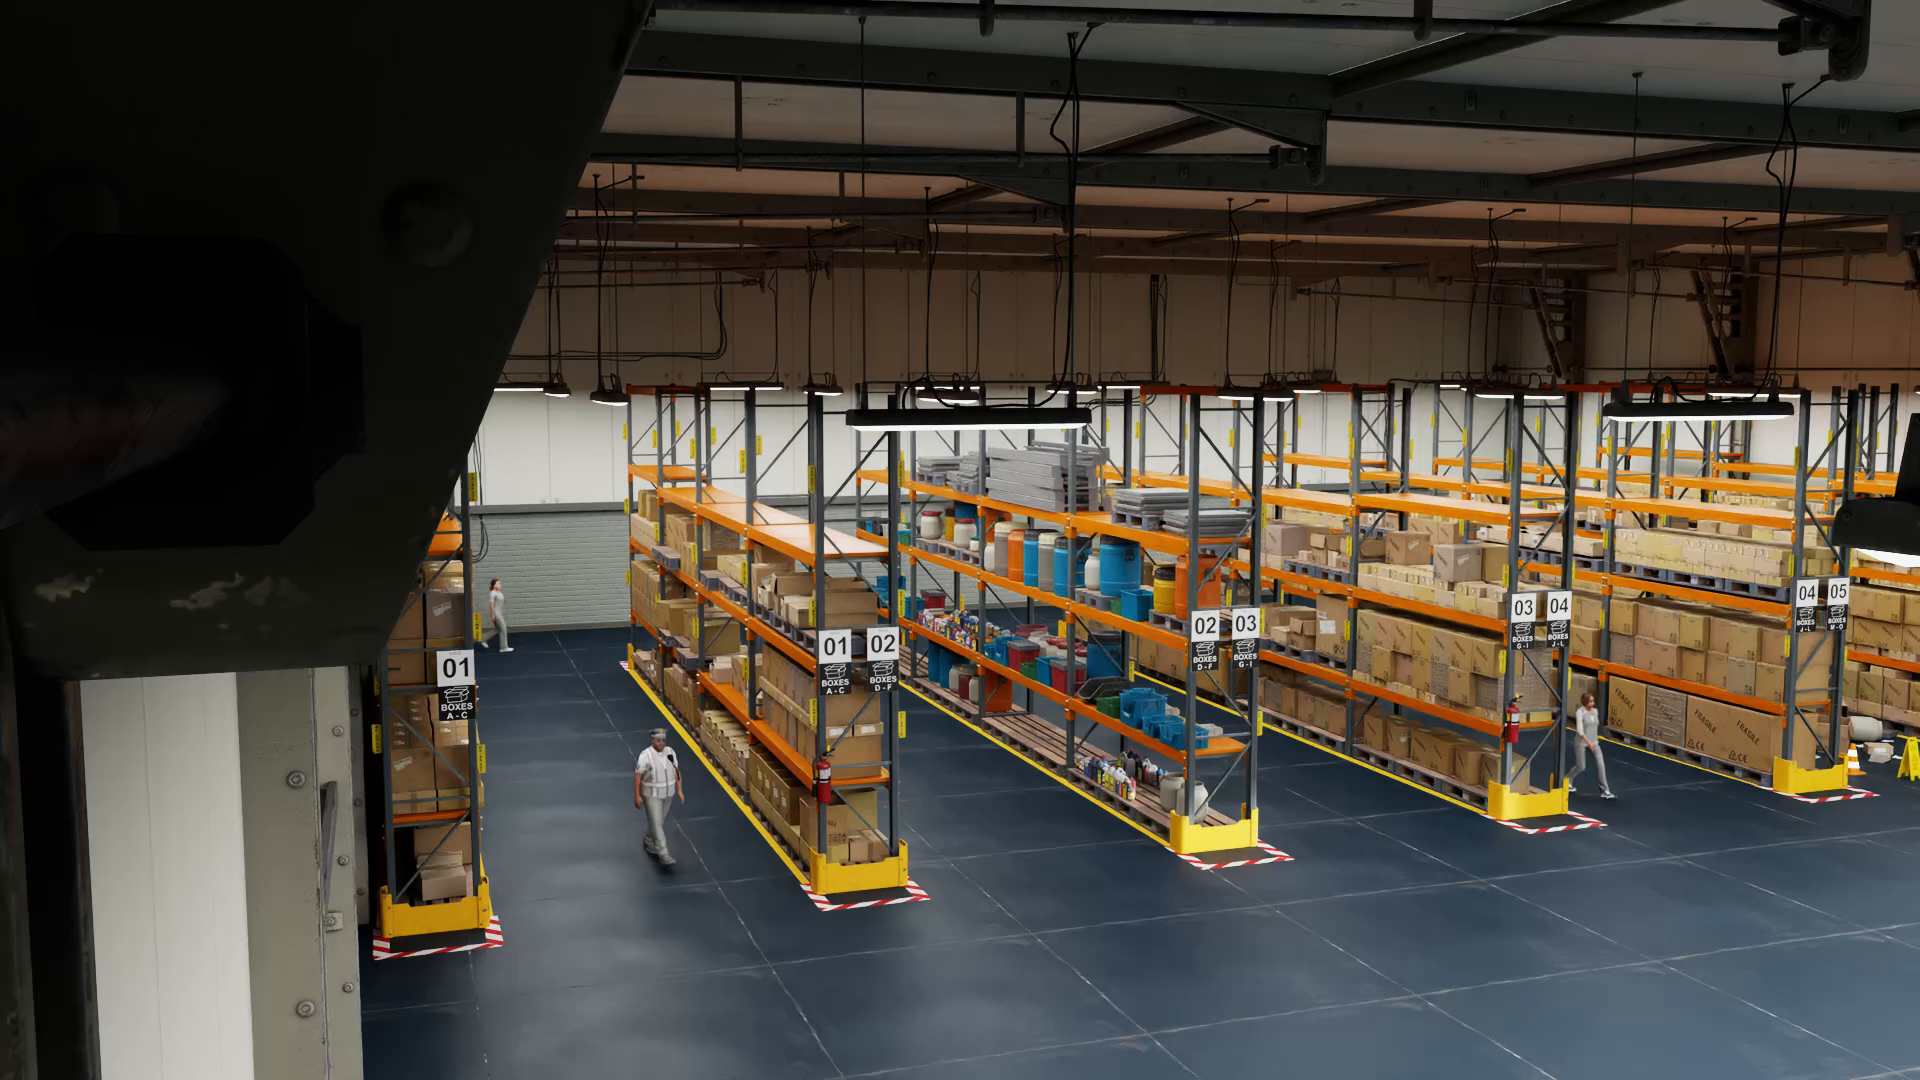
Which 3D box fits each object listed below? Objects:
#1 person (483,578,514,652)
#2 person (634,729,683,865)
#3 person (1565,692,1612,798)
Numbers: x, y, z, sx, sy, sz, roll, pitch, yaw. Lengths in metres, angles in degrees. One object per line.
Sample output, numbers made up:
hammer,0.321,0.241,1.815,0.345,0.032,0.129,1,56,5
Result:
person,-10.323,1.665,37.086,0.702,1.652,0.450,0,6,0
person,-3.833,3.259,21.332,1.069,1.703,0.584,5,8,38
person,9.322,3.013,24.642,0.487,1.557,0.669,-1,6,-6
